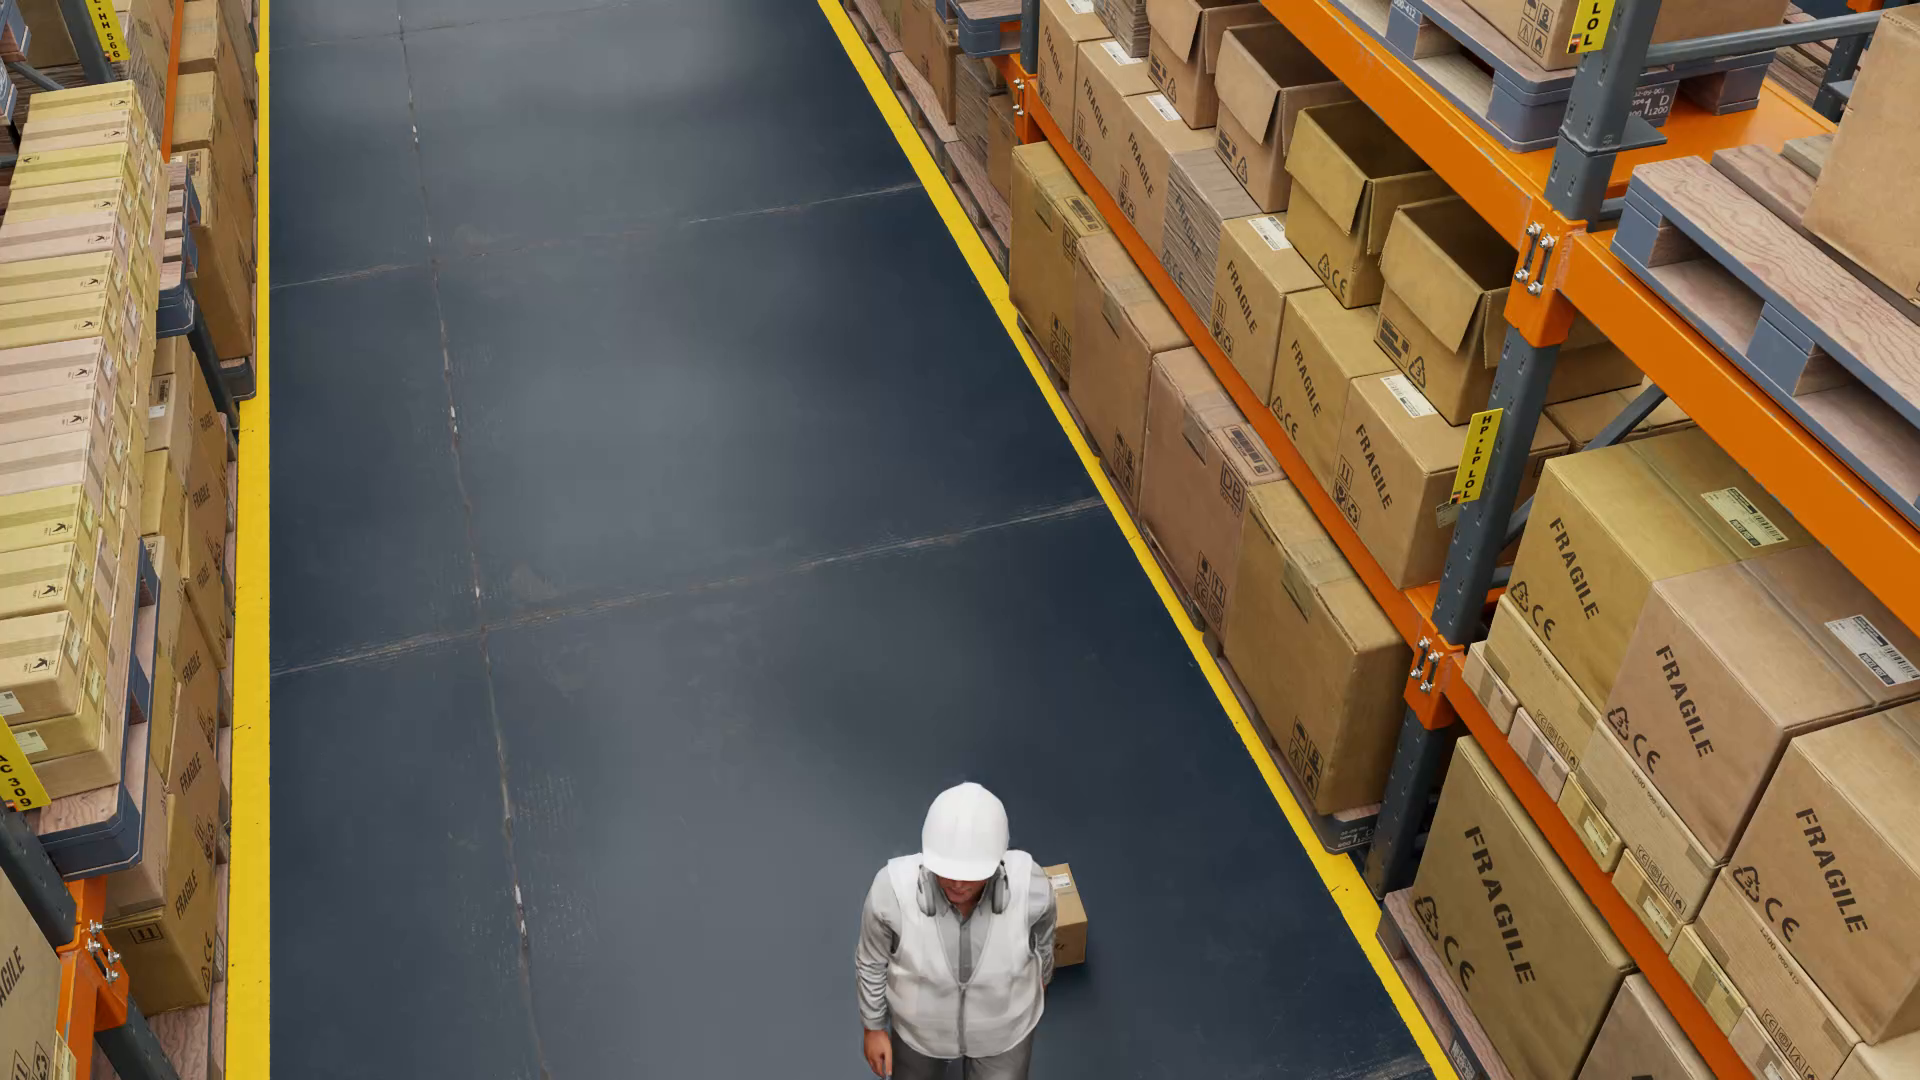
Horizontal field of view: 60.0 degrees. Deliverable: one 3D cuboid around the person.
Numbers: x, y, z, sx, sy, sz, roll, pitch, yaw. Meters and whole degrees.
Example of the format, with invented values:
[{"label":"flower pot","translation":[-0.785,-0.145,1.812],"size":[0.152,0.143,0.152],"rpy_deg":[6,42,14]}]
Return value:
[{"label":"person","translation":[-0.011,1.269,4.721],"size":[0.552,1.743,0.866],"rpy_deg":[0,42,0]}]
